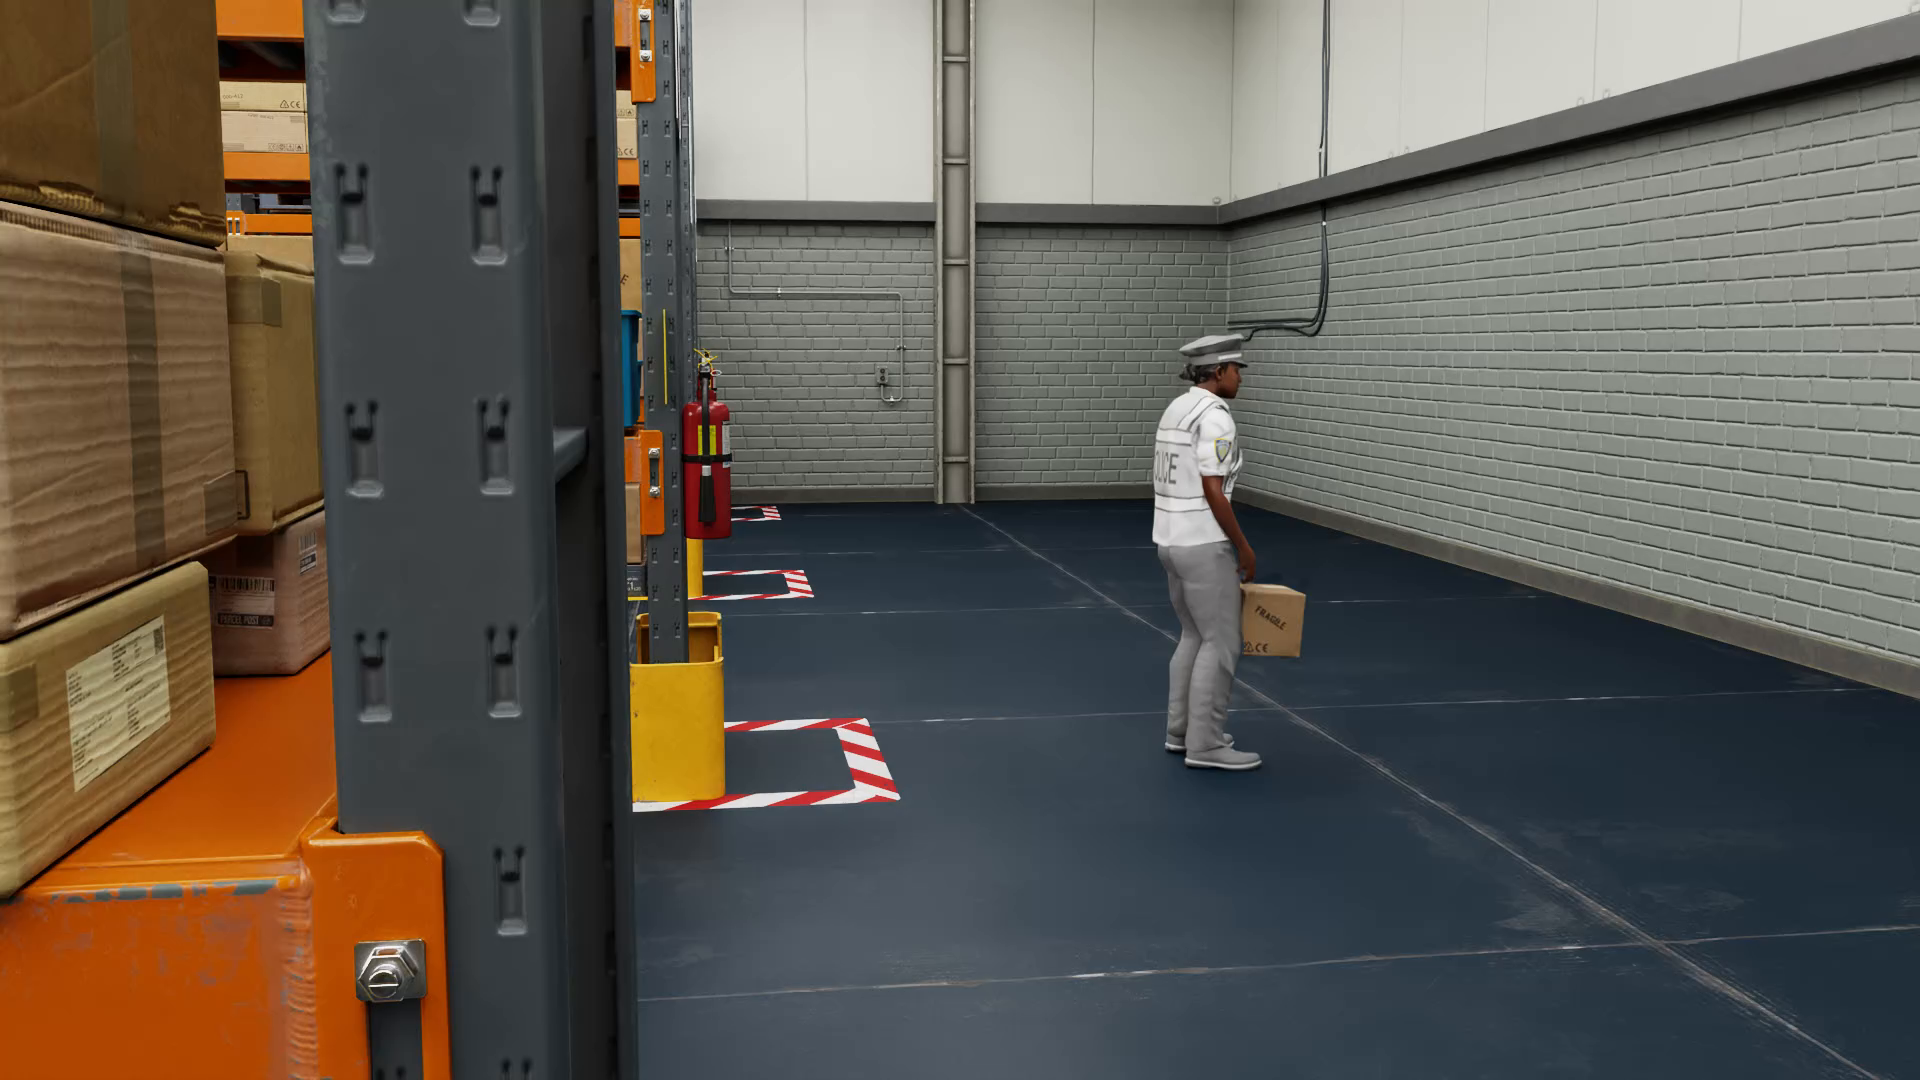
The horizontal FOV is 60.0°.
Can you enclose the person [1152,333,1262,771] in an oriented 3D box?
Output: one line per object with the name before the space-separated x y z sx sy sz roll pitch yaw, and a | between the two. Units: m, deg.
person | 0.953 0.033 6.501 0.372 1.672 0.492 -1 7 -10
